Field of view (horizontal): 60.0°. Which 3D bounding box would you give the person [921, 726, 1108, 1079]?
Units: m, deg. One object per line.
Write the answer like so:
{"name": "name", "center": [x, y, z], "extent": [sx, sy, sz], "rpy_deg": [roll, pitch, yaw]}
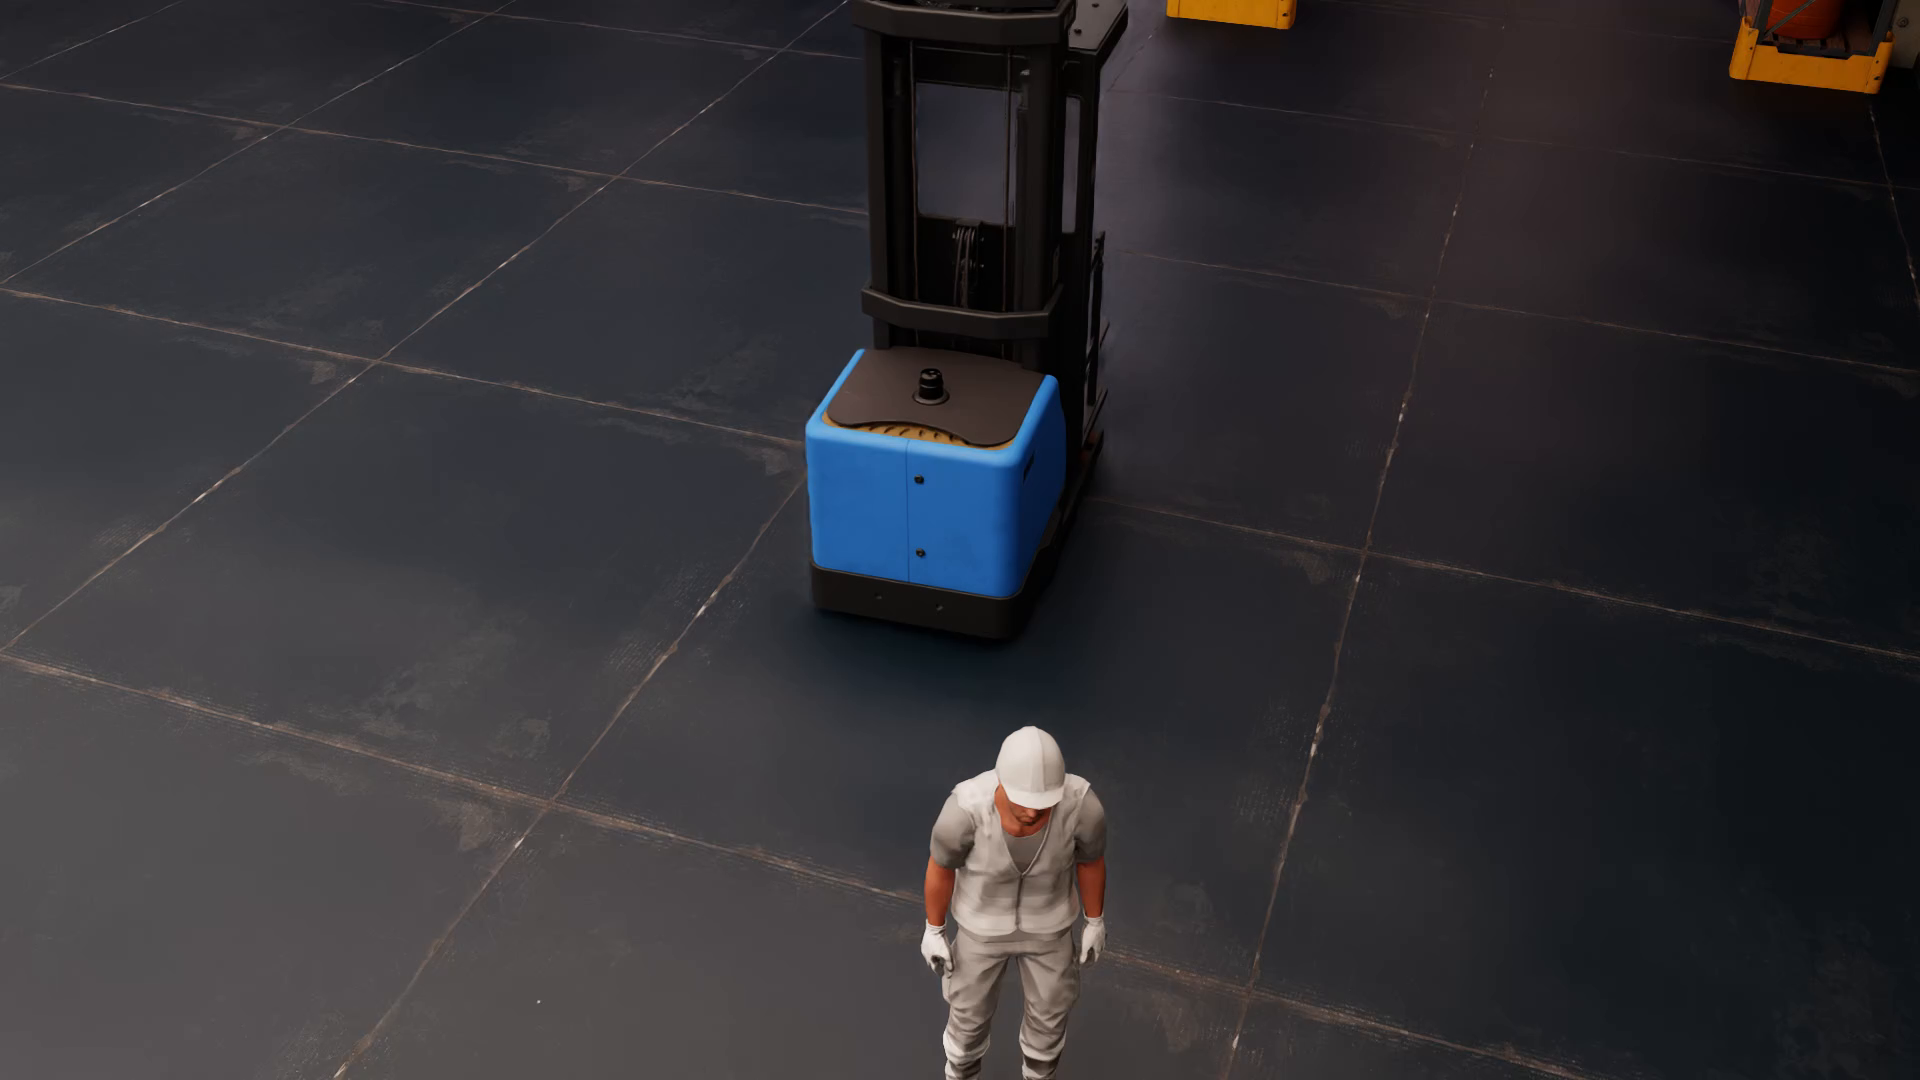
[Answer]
{"name": "person", "center": [0.177, 1.258, 5.338], "extent": [0.607, 1.777, 0.455], "rpy_deg": [-2, 35, -3]}

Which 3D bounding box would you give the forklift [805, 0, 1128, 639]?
{"name": "forklift", "center": [0.169, -1.577, 8.335], "extent": [1.130, 2.935, 3.031], "rpy_deg": [9, 36, 13]}
